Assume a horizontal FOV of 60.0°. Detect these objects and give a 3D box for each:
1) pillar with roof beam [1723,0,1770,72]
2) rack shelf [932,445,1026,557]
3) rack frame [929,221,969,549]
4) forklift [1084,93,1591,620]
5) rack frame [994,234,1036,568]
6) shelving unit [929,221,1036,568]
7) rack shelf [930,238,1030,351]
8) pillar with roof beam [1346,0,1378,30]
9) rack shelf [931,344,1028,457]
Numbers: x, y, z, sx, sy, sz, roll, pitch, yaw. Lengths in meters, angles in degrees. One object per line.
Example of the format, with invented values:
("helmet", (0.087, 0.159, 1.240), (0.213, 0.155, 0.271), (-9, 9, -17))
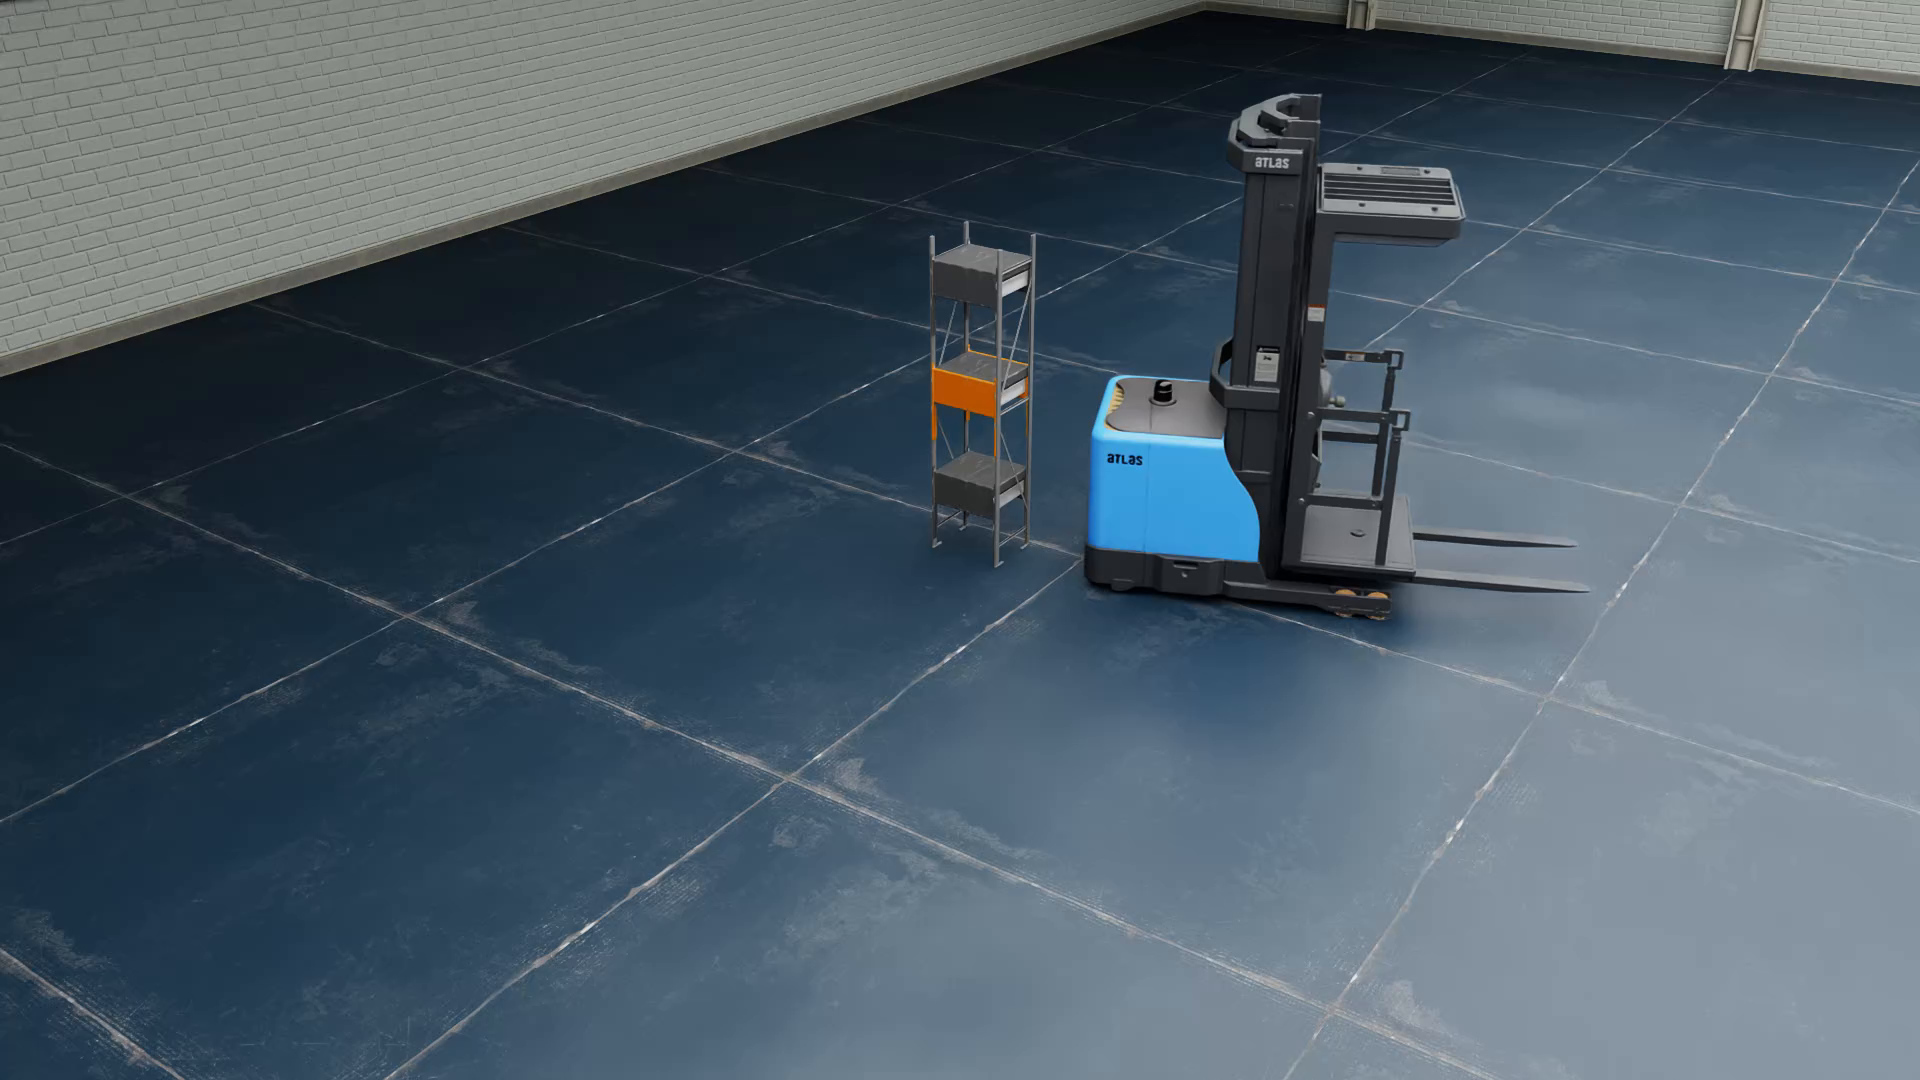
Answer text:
("pillar with roof beam", (9.231, -9.458, 19.687), (0.400, 9.000, 9.100), (17, 32, 30))
("rack shelf", (0.136, -0.257, 10.788), (0.480, 0.518, 0.431), (17, 32, 30))
("rack frame", (-0.065, -0.956, 10.587), (0.015, 2.100, 0.400), (17, 32, 30))
("forklift", (2.346, -1.084, 9.922), (3.031, 2.935, 1.130), (5, 27, 10))
("rack frame", (0.338, -0.831, 10.341), (0.015, 2.100, 0.400), (17, 32, 30))
("shelving unit", (0.136, -0.893, 10.464), (0.503, 2.100, 0.431), (17, 32, 30))
("rack shelf", (0.136, -1.505, 10.153), (0.480, 0.518, 0.431), (17, 32, 30))
("pillar with roof beam", (4.286, -10.999, 22.715), (0.400, 9.000, 9.100), (17, 32, 30))
("rack shelf", (0.136, -0.881, 10.470), (0.480, 0.518, 0.431), (17, 32, 30))
